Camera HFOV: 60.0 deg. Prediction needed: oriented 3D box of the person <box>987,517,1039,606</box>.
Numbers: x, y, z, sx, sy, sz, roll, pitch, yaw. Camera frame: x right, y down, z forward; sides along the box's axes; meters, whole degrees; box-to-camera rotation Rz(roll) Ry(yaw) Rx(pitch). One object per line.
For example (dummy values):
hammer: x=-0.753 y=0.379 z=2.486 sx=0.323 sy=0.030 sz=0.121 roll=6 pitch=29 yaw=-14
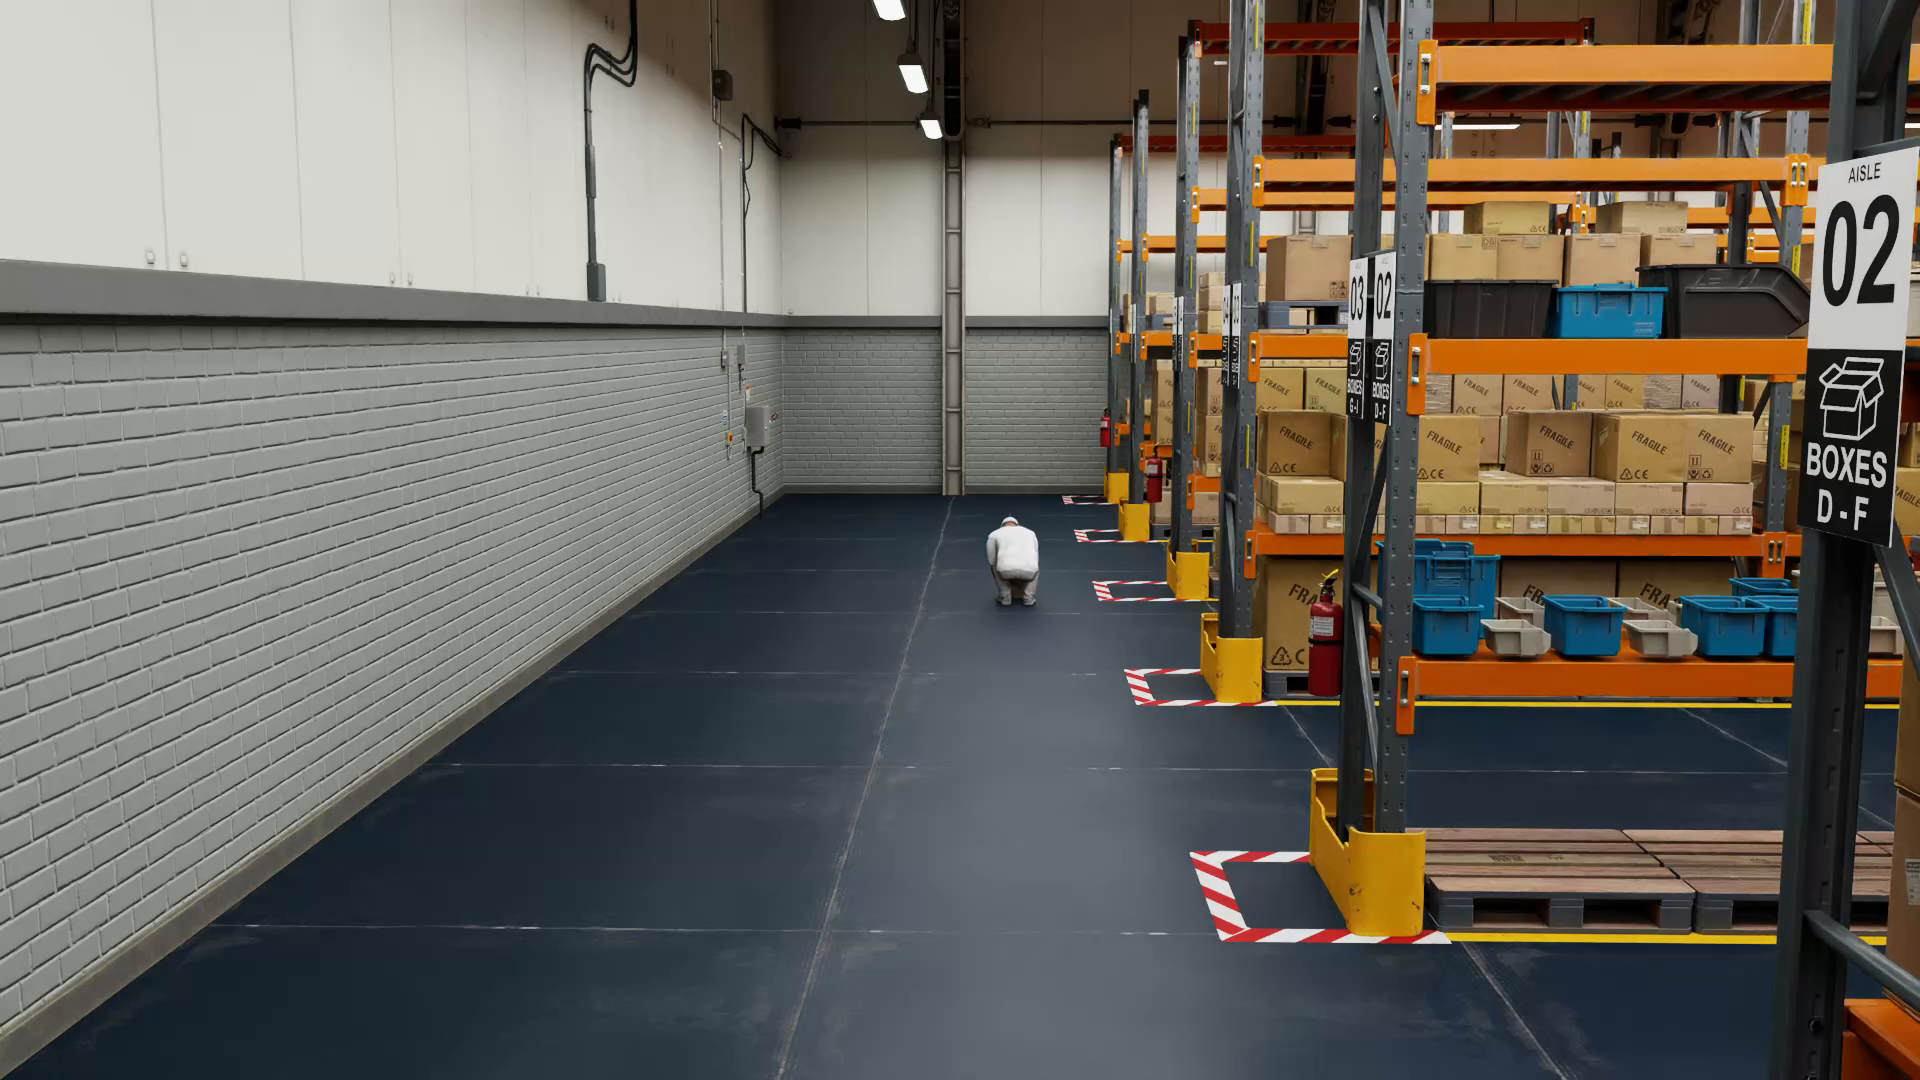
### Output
person: x=0.560 y=0.242 z=17.531 sx=0.558 sy=0.894 sz=0.900 roll=0 pitch=7 yaw=1
